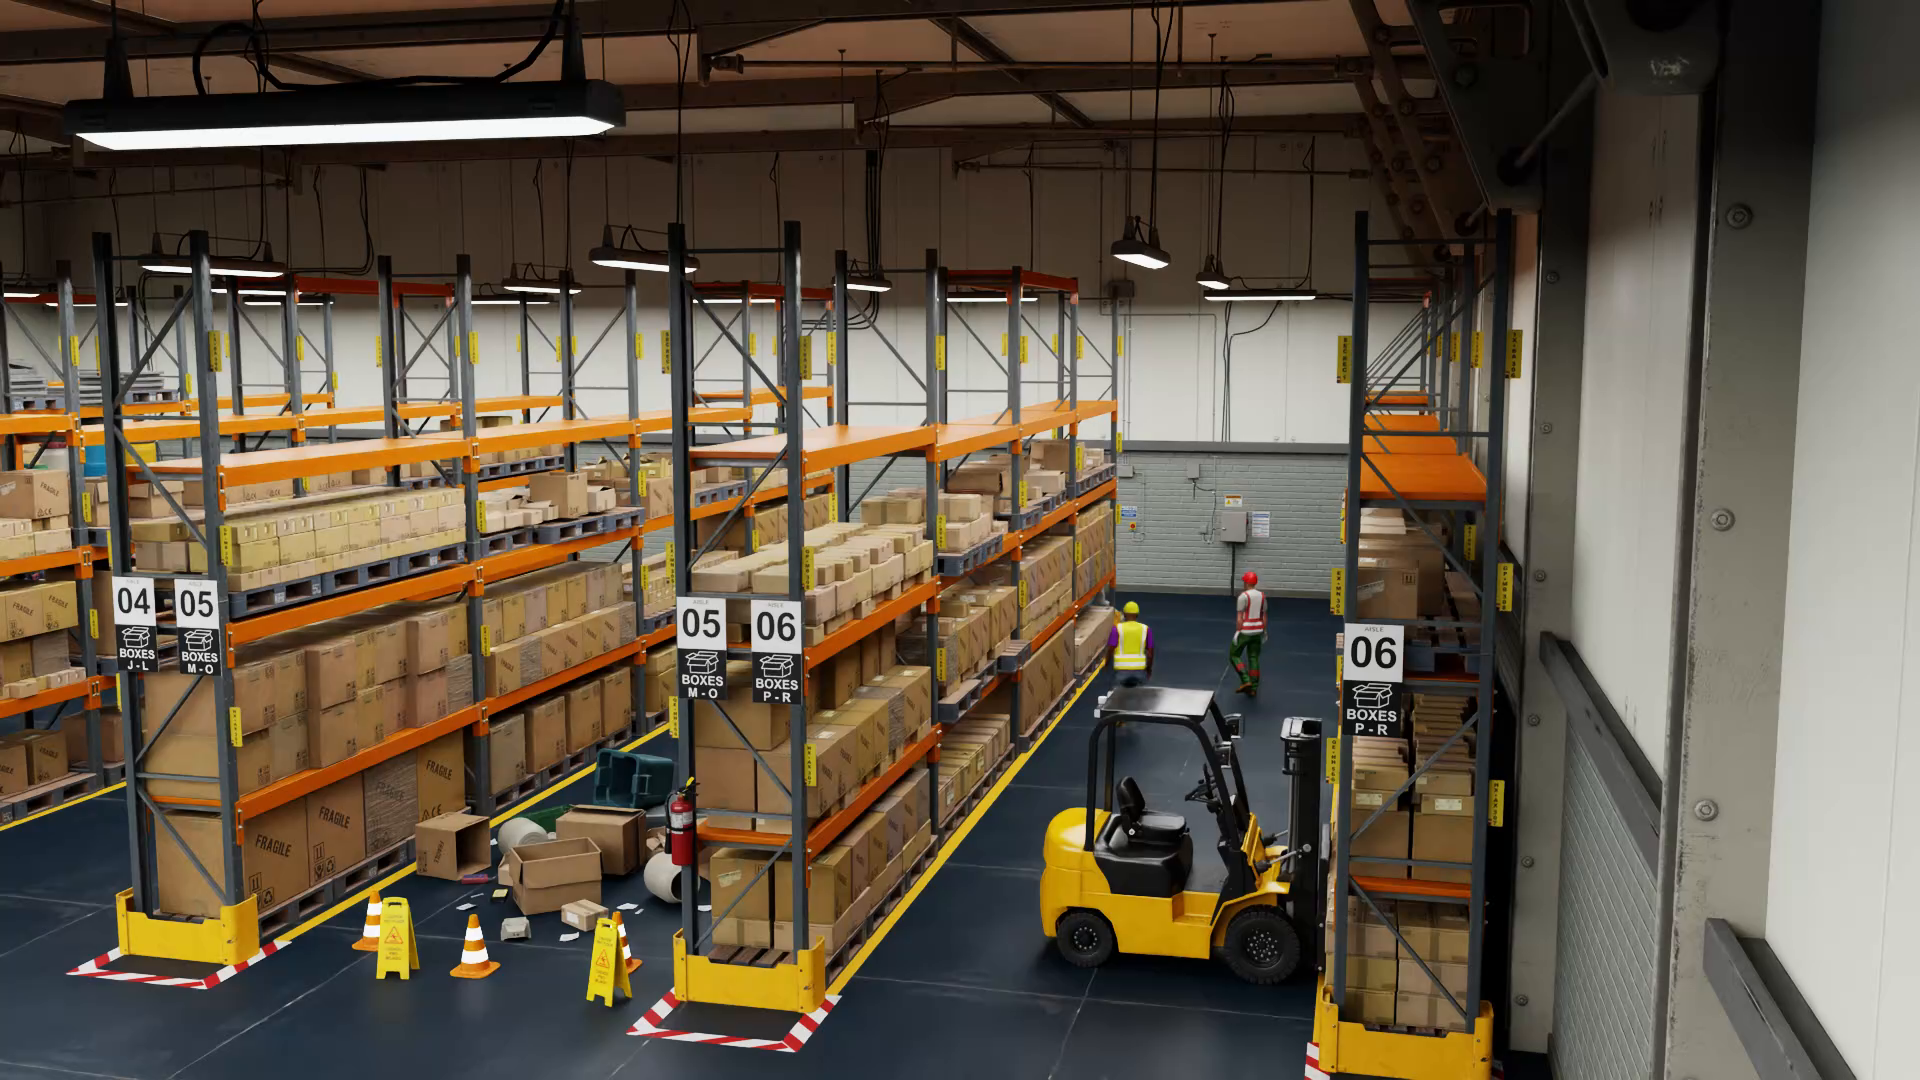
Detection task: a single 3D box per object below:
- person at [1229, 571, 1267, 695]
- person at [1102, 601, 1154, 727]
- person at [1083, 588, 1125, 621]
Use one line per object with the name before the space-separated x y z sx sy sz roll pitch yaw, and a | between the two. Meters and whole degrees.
person | 4.205 1.352 24.045 0.603 1.791 0.472 -4 8 -28
person | 2.176 1.598 21.362 0.649 1.592 0.711 -1 7 -10
person | 2.427 0.784 29.335 0.991 1.639 0.456 0 7 0
